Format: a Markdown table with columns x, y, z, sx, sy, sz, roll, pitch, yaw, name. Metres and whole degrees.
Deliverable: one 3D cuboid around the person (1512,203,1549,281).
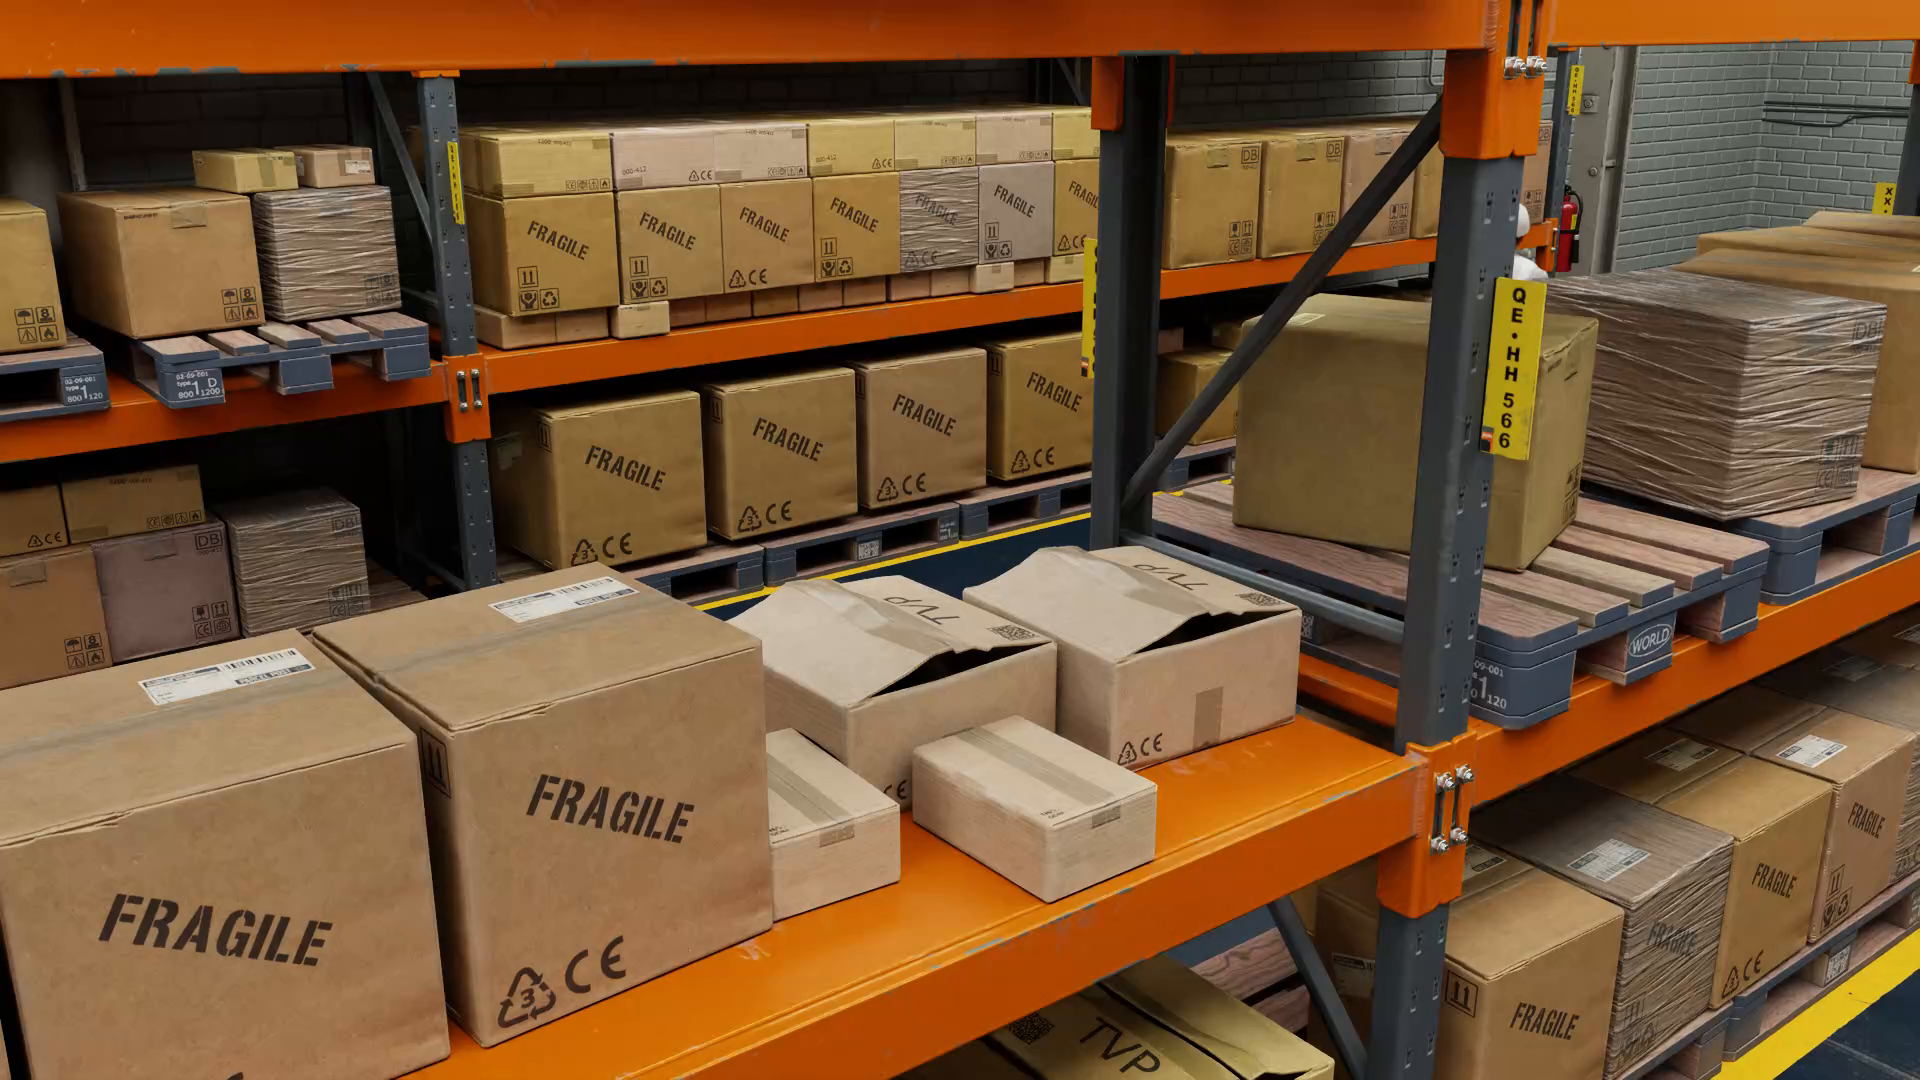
| x | y | z | sx | sy | sz | roll | pitch | yaw | name |
| --- | --- | --- | --- | --- | --- | --- | --- | --- | --- |
| 2.987 | -1.003 | 9.126 | 0.543 | 1.728 | 0.943 | 13 | 22 | 35 | person |
